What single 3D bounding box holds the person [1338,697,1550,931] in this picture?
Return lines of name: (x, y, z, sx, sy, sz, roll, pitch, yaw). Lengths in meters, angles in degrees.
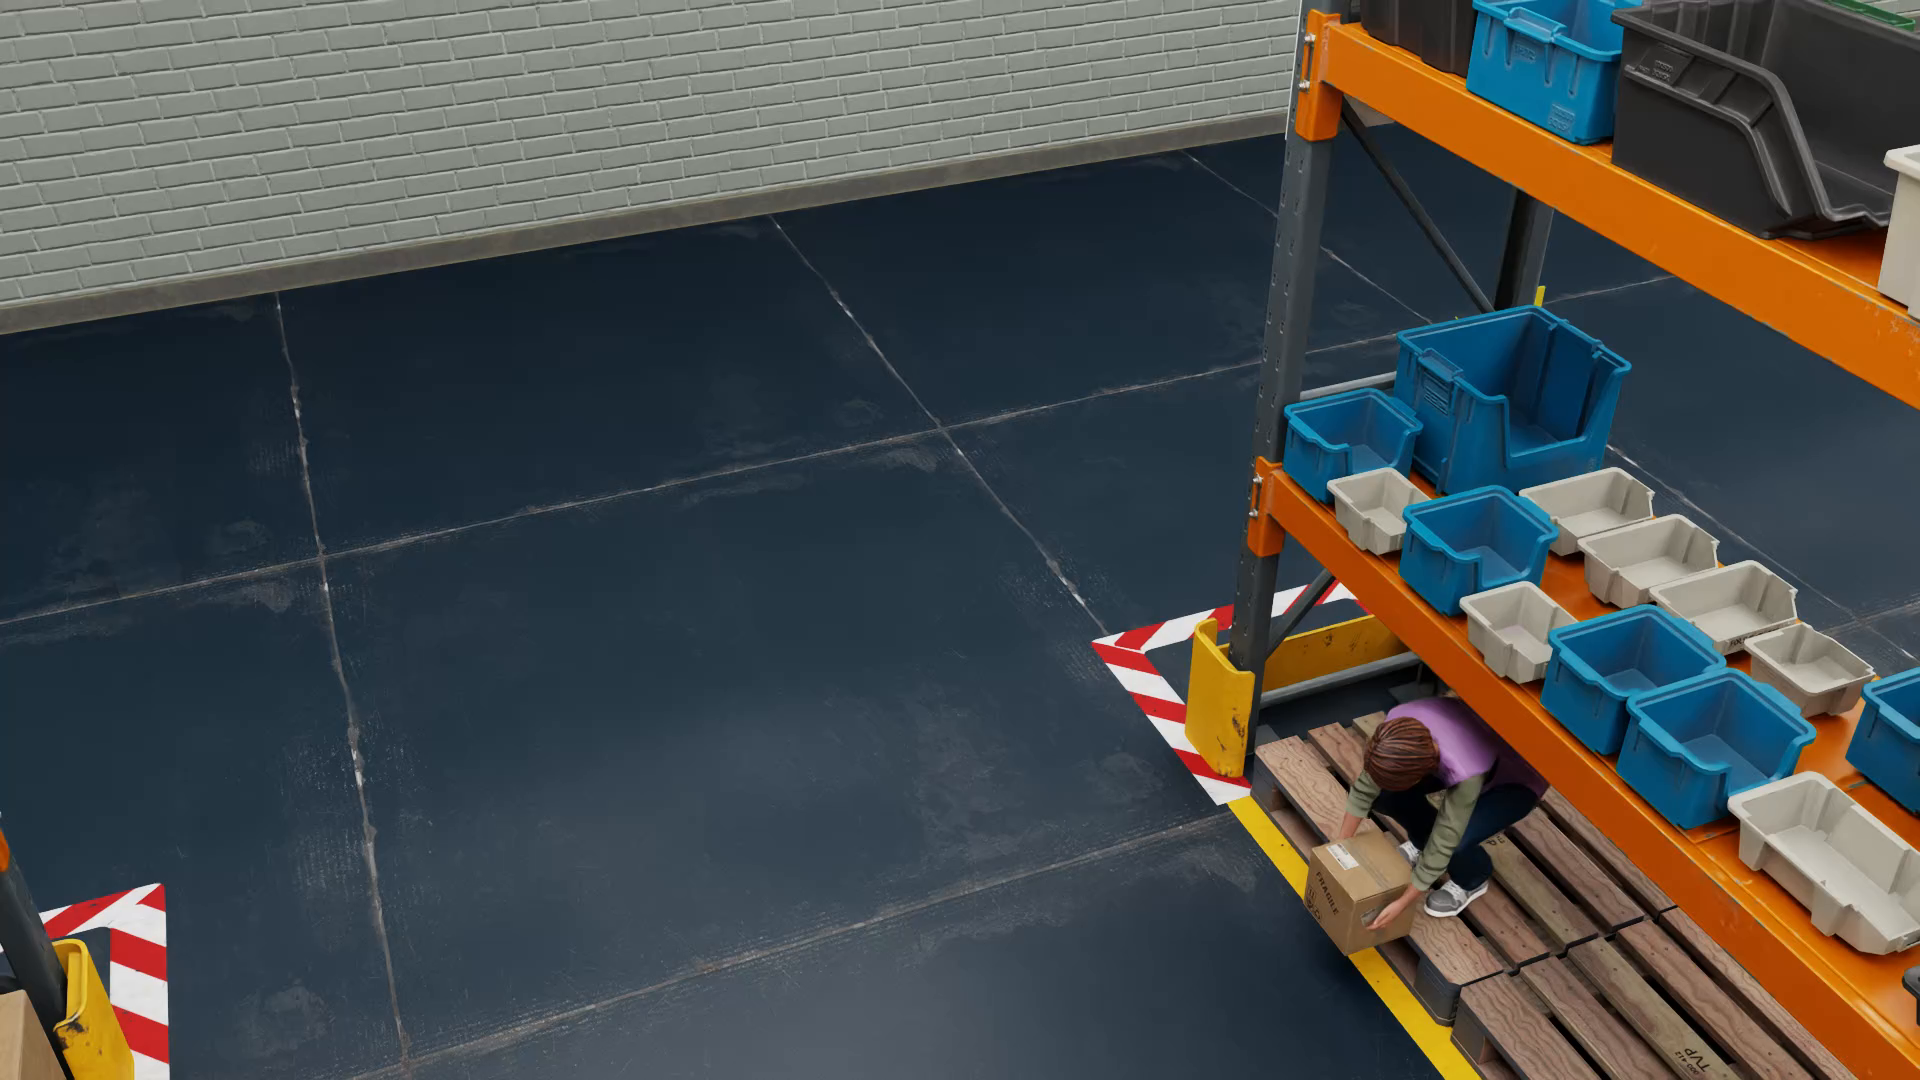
person: (1.529, 0.809, 5.244, 0.793, 0.854, 0.440, -17, 37, -23)
